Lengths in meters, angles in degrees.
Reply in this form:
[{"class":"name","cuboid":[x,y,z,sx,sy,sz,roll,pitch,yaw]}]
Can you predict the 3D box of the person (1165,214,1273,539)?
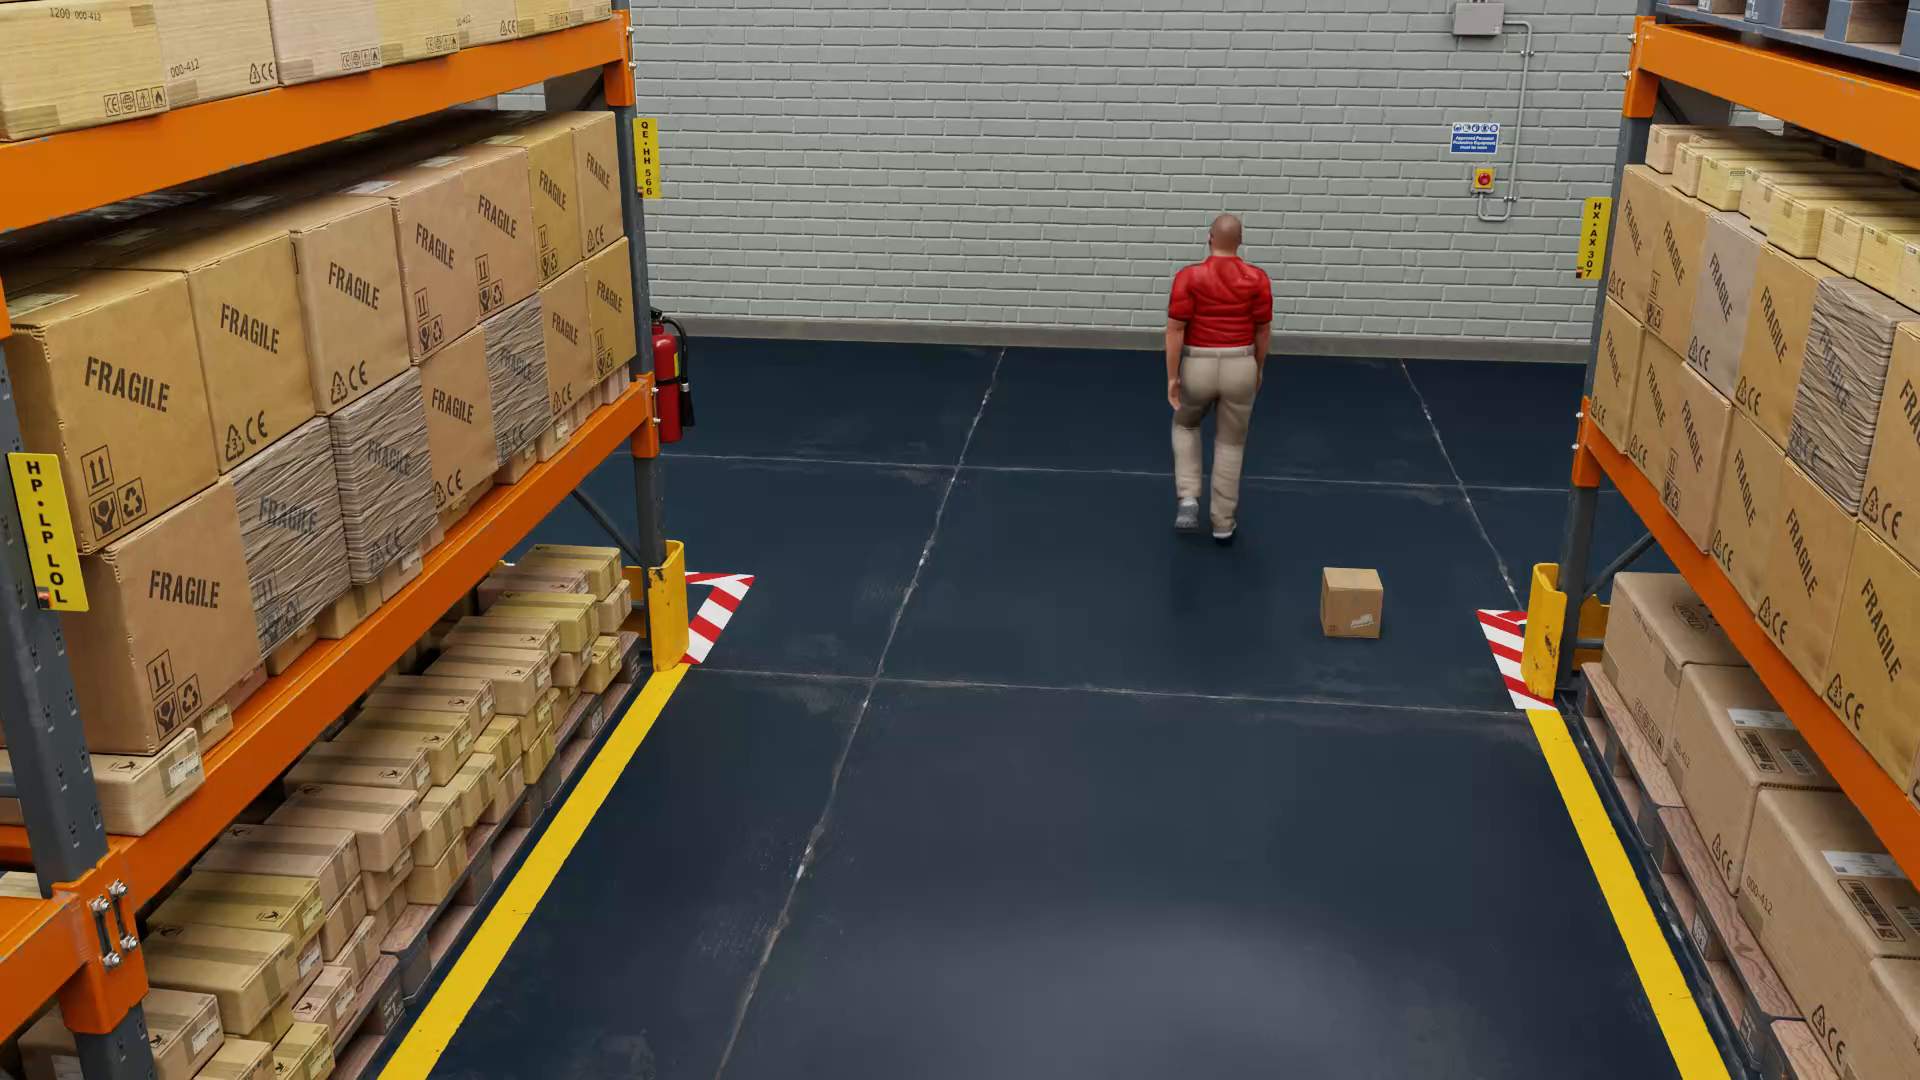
[{"class":"person","cuboid":[1.357,-0.842,8.822,0.544,1.783,0.462,3,21,8]}]
